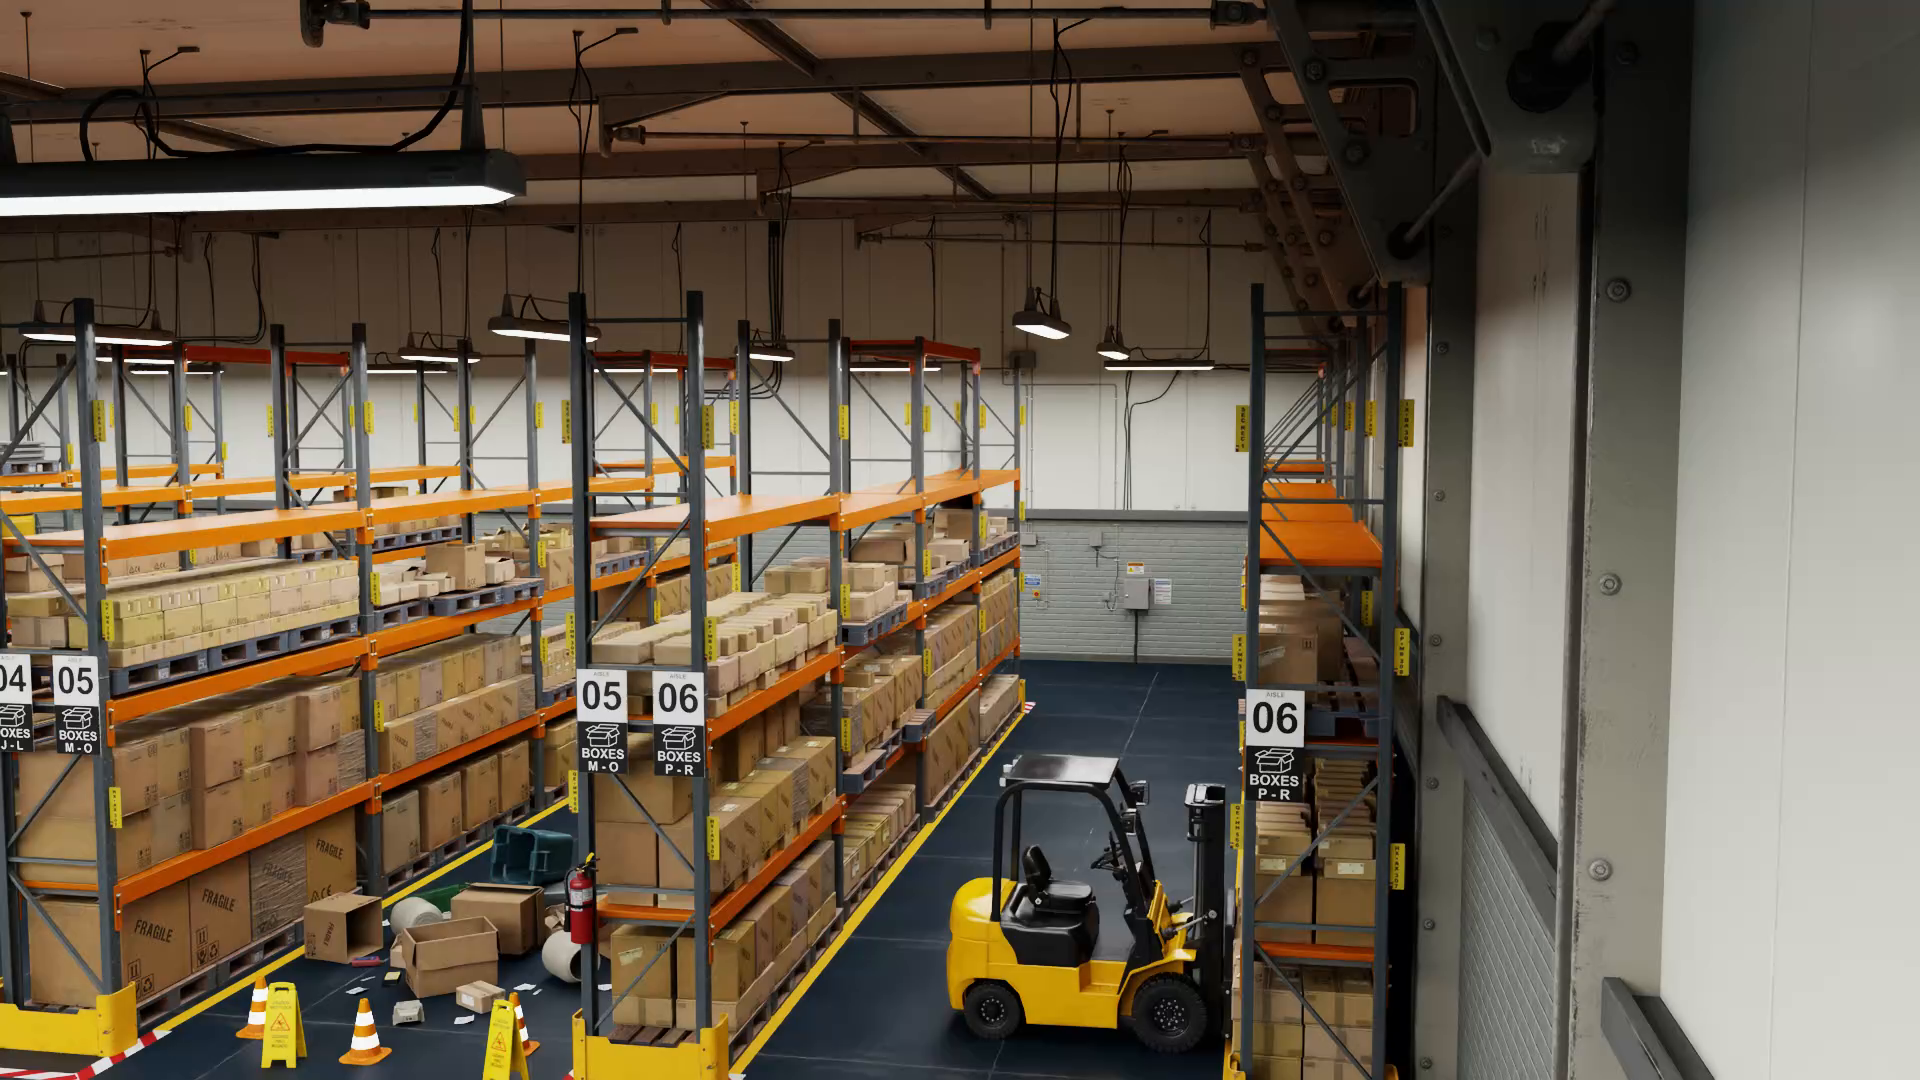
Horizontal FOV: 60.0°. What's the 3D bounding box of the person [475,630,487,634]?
[{"bbox_3d":[-7.370,2.240,25.524,0.674,1.740,0.782,0,5,5],"label":"person"}]
